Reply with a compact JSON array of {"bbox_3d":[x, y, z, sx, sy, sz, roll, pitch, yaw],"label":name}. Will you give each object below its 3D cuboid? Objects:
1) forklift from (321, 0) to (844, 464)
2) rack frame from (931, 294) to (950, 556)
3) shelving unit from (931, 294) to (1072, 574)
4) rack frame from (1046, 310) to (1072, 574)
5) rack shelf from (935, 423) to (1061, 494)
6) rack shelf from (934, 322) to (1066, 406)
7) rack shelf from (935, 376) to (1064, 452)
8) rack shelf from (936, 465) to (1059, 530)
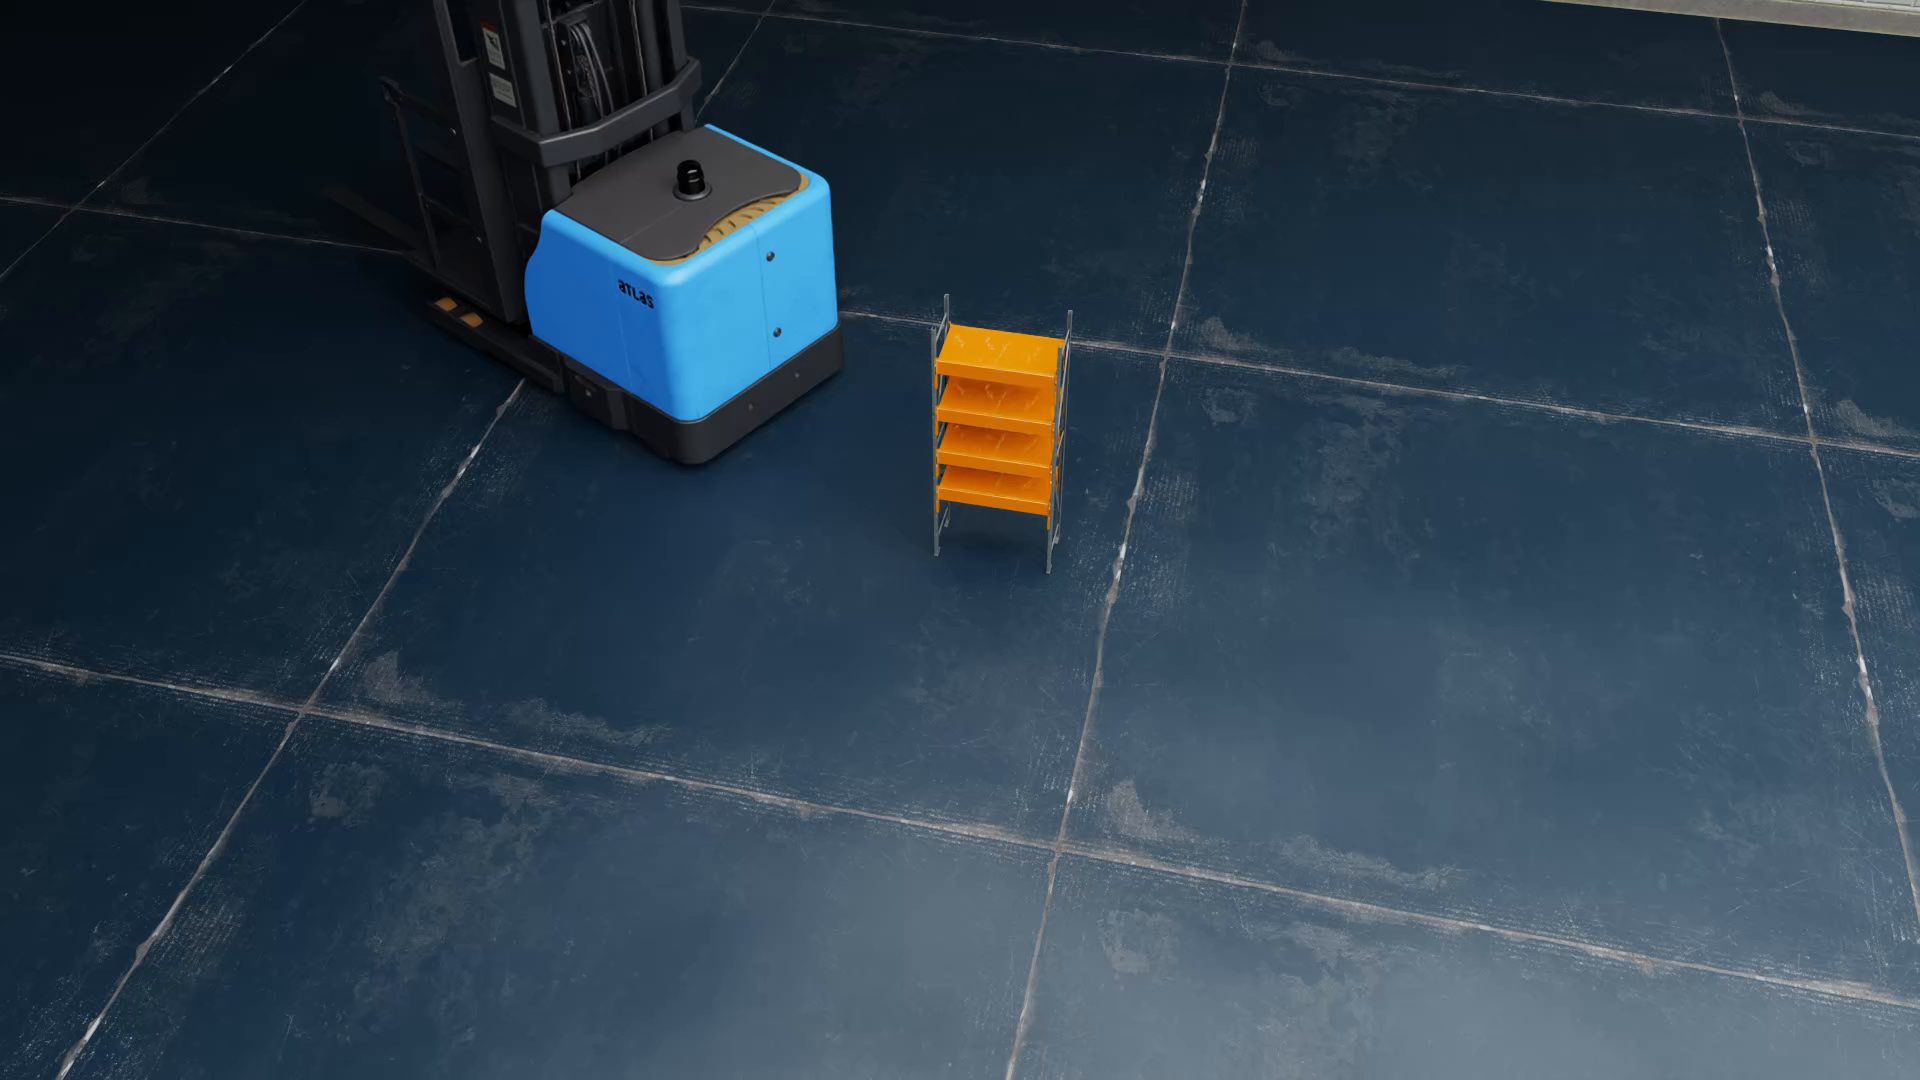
[{"bbox_3d":[-2.016,-2.264,7.448,3.031,2.935,1.130,30,51,27],"label":"forklift"},{"bbox_3d":[-0.077,-0.444,6.806,0.015,1.200,0.240,9,45,9],"label":"rack frame"},{"bbox_3d":[0.162,-0.407,6.768,0.503,1.200,0.258,9,45,9],"label":"shelving unit"},{"bbox_3d":[0.400,-0.370,6.730,0.015,1.200,0.240,9,45,9],"label":"rack frame"},{"bbox_3d":[0.162,-0.359,6.815,0.480,0.148,0.258,9,45,9],"label":"rack shelf"},{"bbox_3d":[0.162,-0.690,6.495,0.480,0.148,0.258,9,45,9],"label":"rack shelf"},{"bbox_3d":[0.162,-0.520,6.659,0.480,0.148,0.258,9,45,9],"label":"rack shelf"},{"bbox_3d":[0.162,-0.216,6.952,0.480,0.148,0.258,9,45,9],"label":"rack shelf"}]
